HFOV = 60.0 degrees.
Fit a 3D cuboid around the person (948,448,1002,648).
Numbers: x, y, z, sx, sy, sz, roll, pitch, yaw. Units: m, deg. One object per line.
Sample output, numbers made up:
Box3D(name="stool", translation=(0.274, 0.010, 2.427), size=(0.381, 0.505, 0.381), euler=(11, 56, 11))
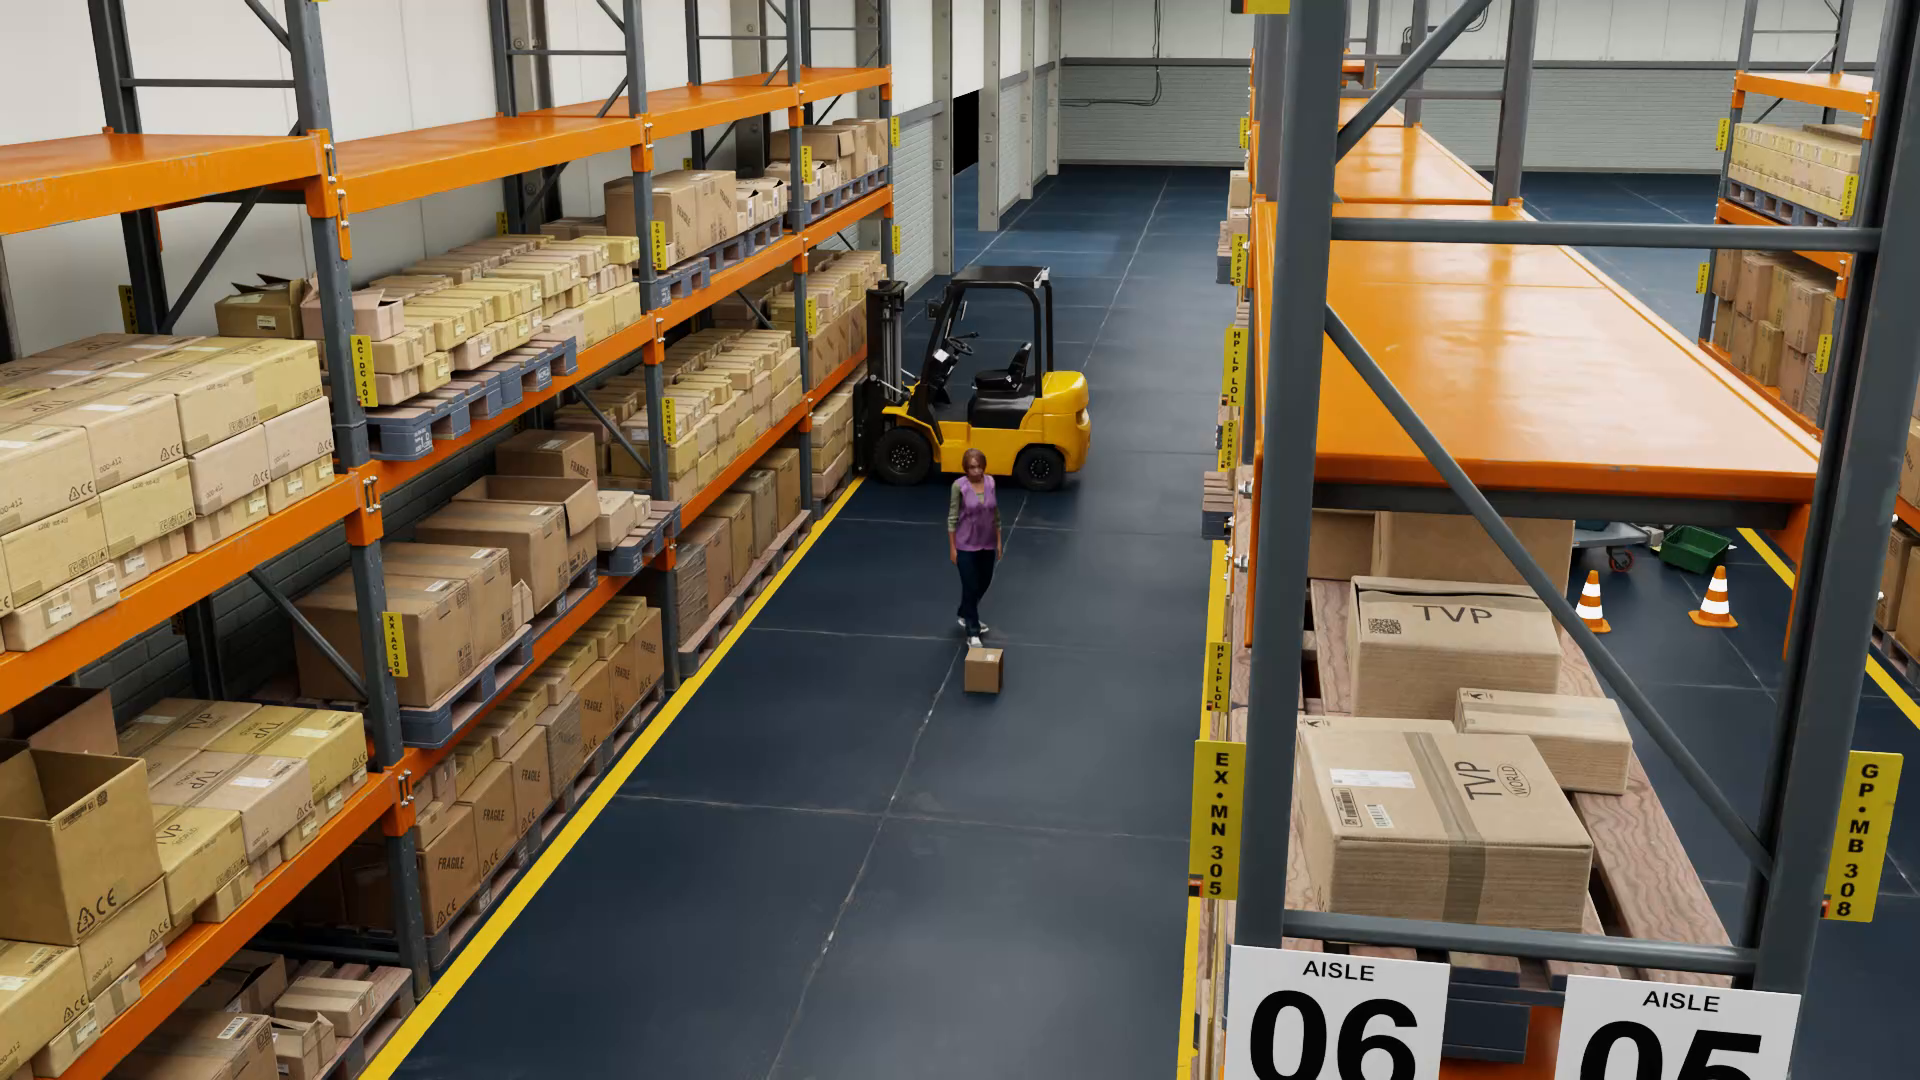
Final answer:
Box3D(name="person", translation=(0.103, 0.046, 12.920), size=(0.430, 1.600, 0.557), euler=(-9, 20, -26))
